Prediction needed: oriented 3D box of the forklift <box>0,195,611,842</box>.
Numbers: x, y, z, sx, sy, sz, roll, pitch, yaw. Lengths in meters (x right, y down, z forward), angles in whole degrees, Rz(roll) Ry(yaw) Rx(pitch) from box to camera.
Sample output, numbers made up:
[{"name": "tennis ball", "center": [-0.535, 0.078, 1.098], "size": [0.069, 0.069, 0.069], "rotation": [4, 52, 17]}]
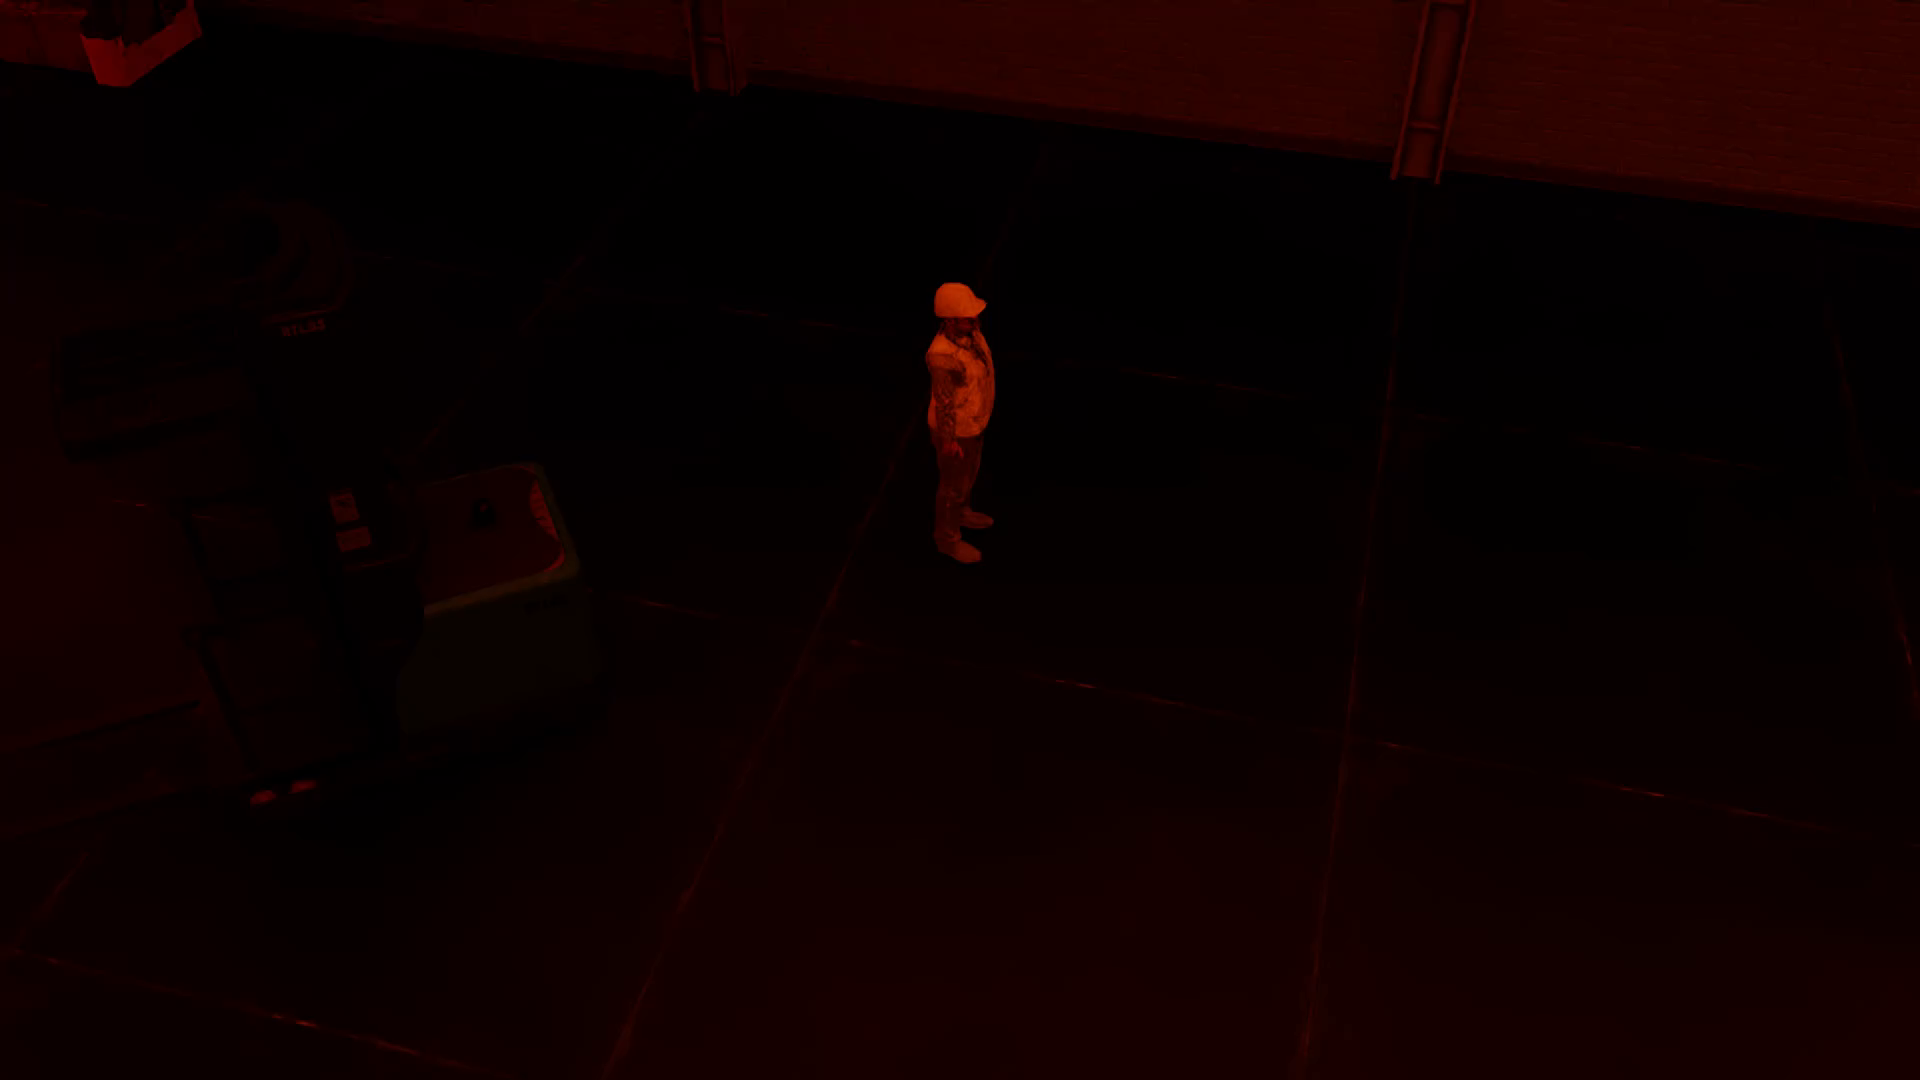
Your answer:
[{"name": "forklift", "center": [-3.454, -0.069, 7.940], "size": [3.031, 2.935, 1.130], "rotation": [-16, 44, -17]}]

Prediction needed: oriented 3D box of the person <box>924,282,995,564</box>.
[{"name": "person", "center": [0.008, -0.697, 9.475], "size": [0.356, 1.776, 0.529], "rotation": [10, 42, 11]}]
